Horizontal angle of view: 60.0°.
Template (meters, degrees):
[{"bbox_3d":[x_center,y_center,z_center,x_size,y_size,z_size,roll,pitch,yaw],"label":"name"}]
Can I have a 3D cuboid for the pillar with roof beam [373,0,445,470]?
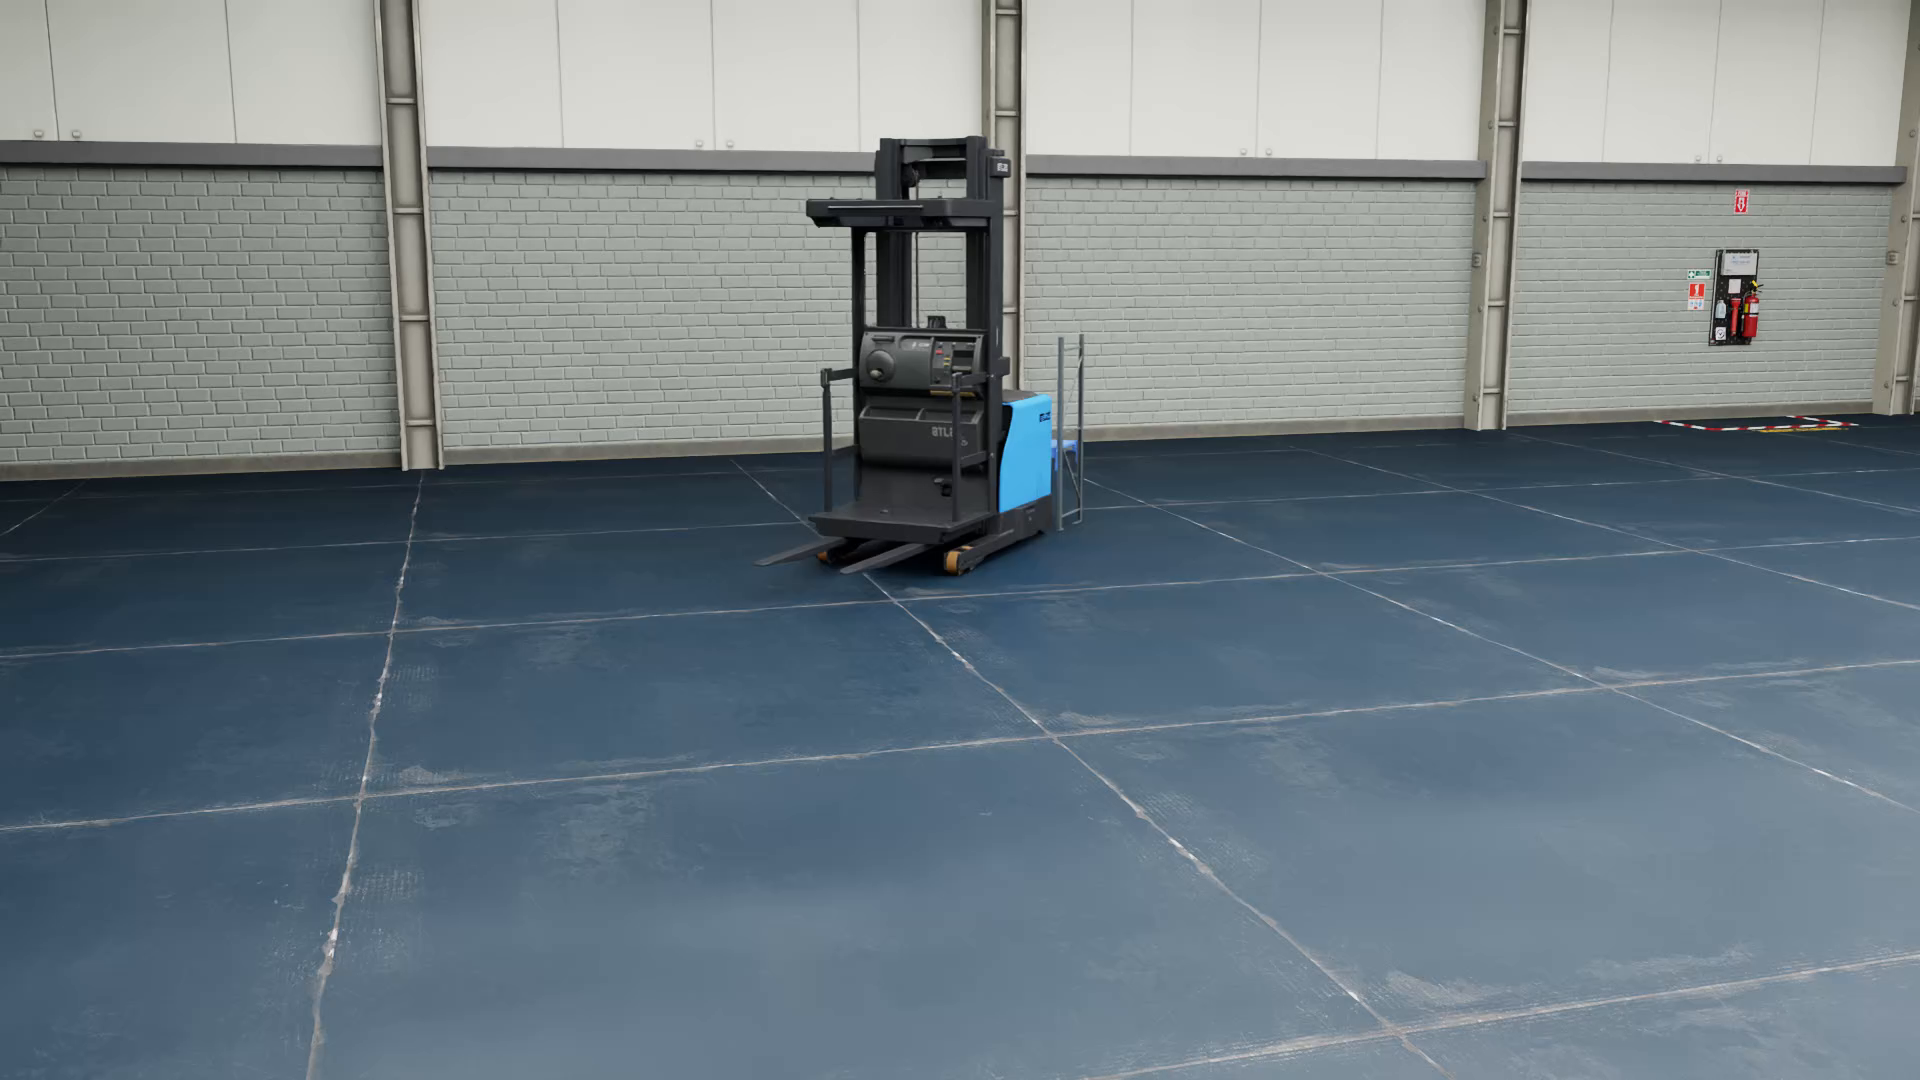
[{"bbox_3d":[-4.098,-4.392,11.551,0.400,9.000,9.100,-3,11,-16],"label":"pillar with roof beam"}]

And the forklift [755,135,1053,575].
[{"bbox_3d":[-0.362,-1.293,11.474,1.130,2.935,3.031,5,11,24],"label":"forklift"}]

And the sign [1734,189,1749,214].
[{"bbox_3d":[9.562,-4.140,20.346,0.199,0.298,0.001,-3,11,-16],"label":"sign"}]

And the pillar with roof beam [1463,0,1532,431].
[{"bbox_3d":[7.424,-5.000,14.849,0.400,9.000,9.100,-3,11,-16],"label":"pillar with roof beam"}]

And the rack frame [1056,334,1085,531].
[{"bbox_3d":[0.864,-0.847,13.003,0.032,1.500,0.500,5,11,24],"label":"rack frame"}]

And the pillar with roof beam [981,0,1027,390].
[{"bbox_3d":[1.663,-4.696,13.200,0.400,9.000,9.100,-3,11,-16],"label":"pillar with roof beam"}]

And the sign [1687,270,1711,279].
[{"bbox_3d":[9.045,-3.250,20.351,0.331,0.109,0.001,-3,11,-16],"label":"sign"}]

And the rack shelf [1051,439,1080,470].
[{"bbox_3d":[0.401,-0.708,13.242,1.000,0.185,0.538,5,11,24],"label":"rack shelf"}]

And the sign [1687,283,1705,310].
[{"bbox_3d":[9.038,-2.990,20.406,0.234,0.329,0.001,-3,11,-16],"label":"sign"}]

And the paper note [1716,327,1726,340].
[{"bbox_3d":[9.409,-2.553,20.560,0.142,0.148,0.016,-3,11,-16],"label":"paper note"}]

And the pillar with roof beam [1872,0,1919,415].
[{"bbox_3d":[13.185,-5.303,16.499,0.400,9.000,9.100,-3,11,-16],"label":"pillar with roof beam"}]

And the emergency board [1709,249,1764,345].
[{"bbox_3d":[9.598,-2.983,20.464,0.643,1.169,0.194,-3,11,-16],"label":"emergency board"}]

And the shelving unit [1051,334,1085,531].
[{"bbox_3d":[0.401,-0.885,13.209,1.048,1.500,0.538,5,11,24],"label":"shelving unit"}]
